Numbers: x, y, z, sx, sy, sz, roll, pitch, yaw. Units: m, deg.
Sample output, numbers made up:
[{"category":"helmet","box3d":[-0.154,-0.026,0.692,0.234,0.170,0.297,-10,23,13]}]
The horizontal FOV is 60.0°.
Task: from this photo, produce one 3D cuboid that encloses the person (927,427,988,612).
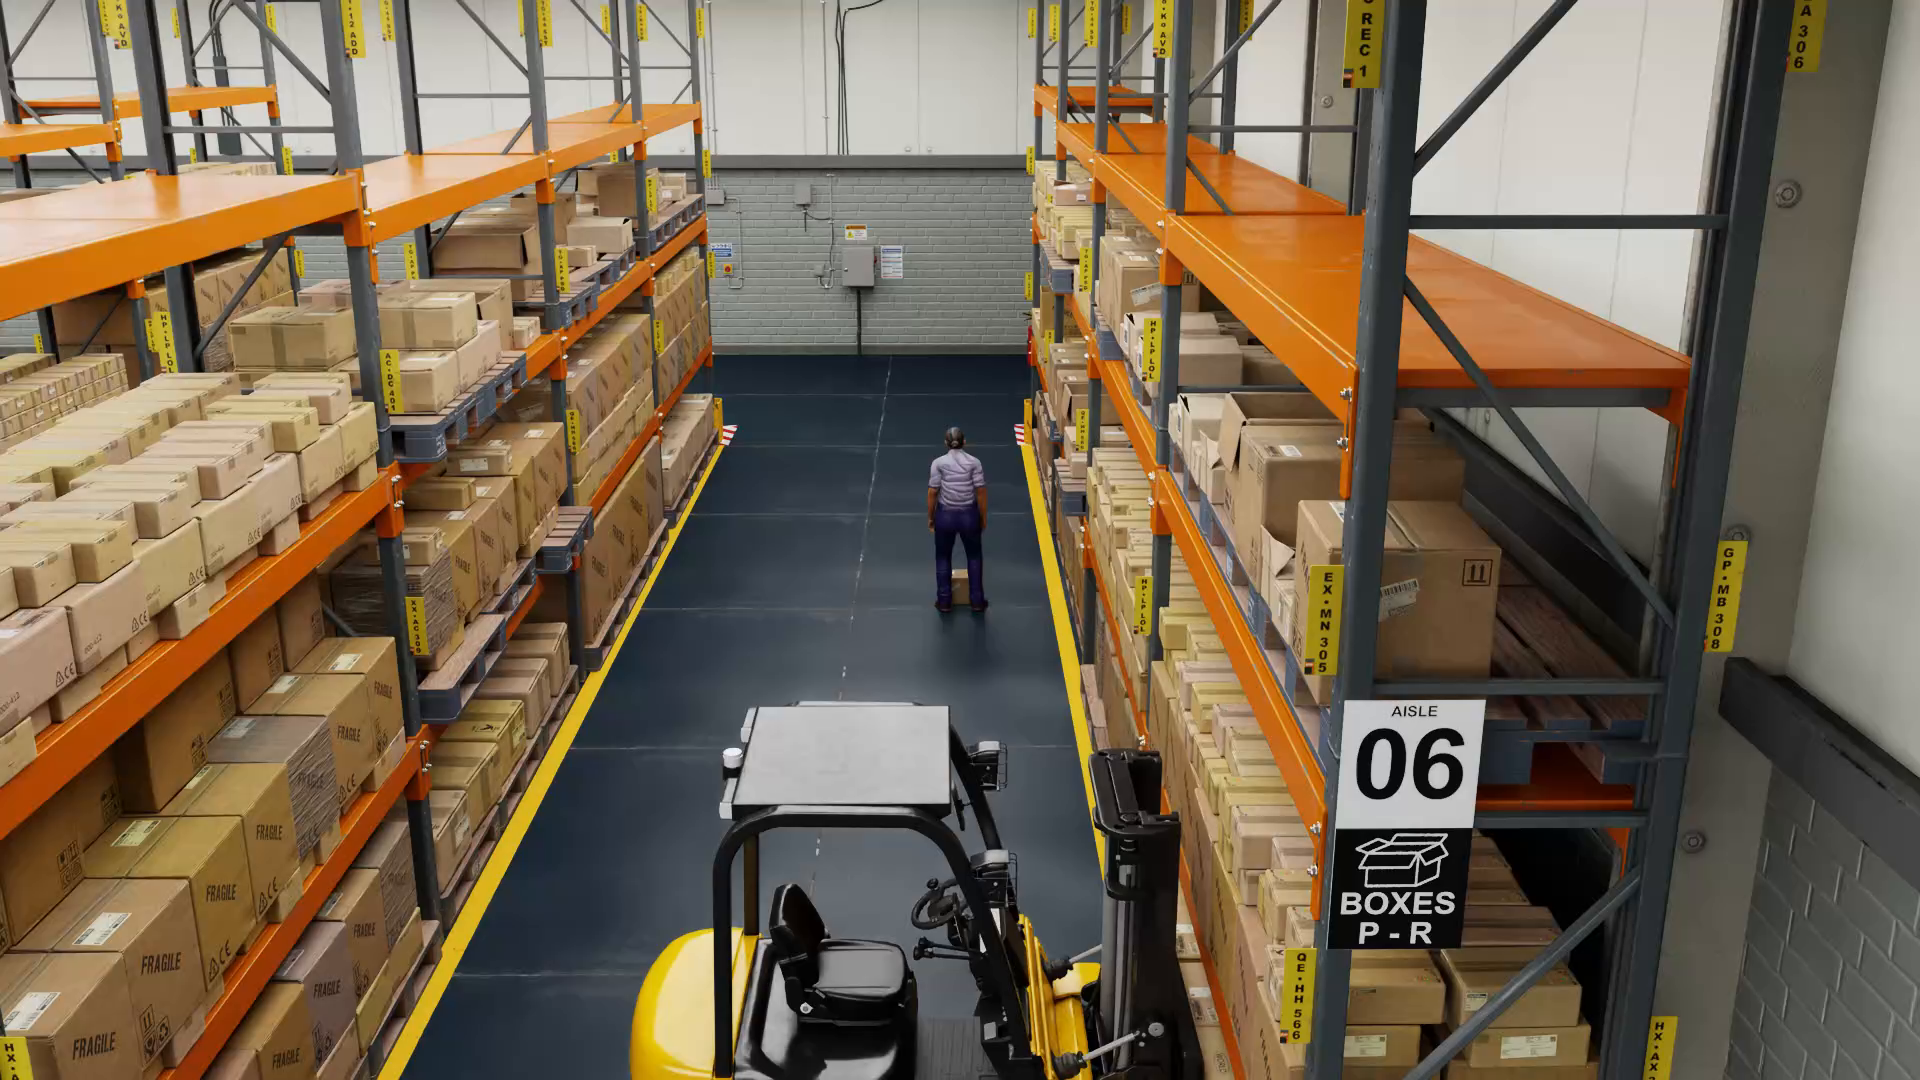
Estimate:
[{"category":"person","box3d":[-0.014,-0.179,14.660,0.544,1.652,0.331,0,17,-1]}]
